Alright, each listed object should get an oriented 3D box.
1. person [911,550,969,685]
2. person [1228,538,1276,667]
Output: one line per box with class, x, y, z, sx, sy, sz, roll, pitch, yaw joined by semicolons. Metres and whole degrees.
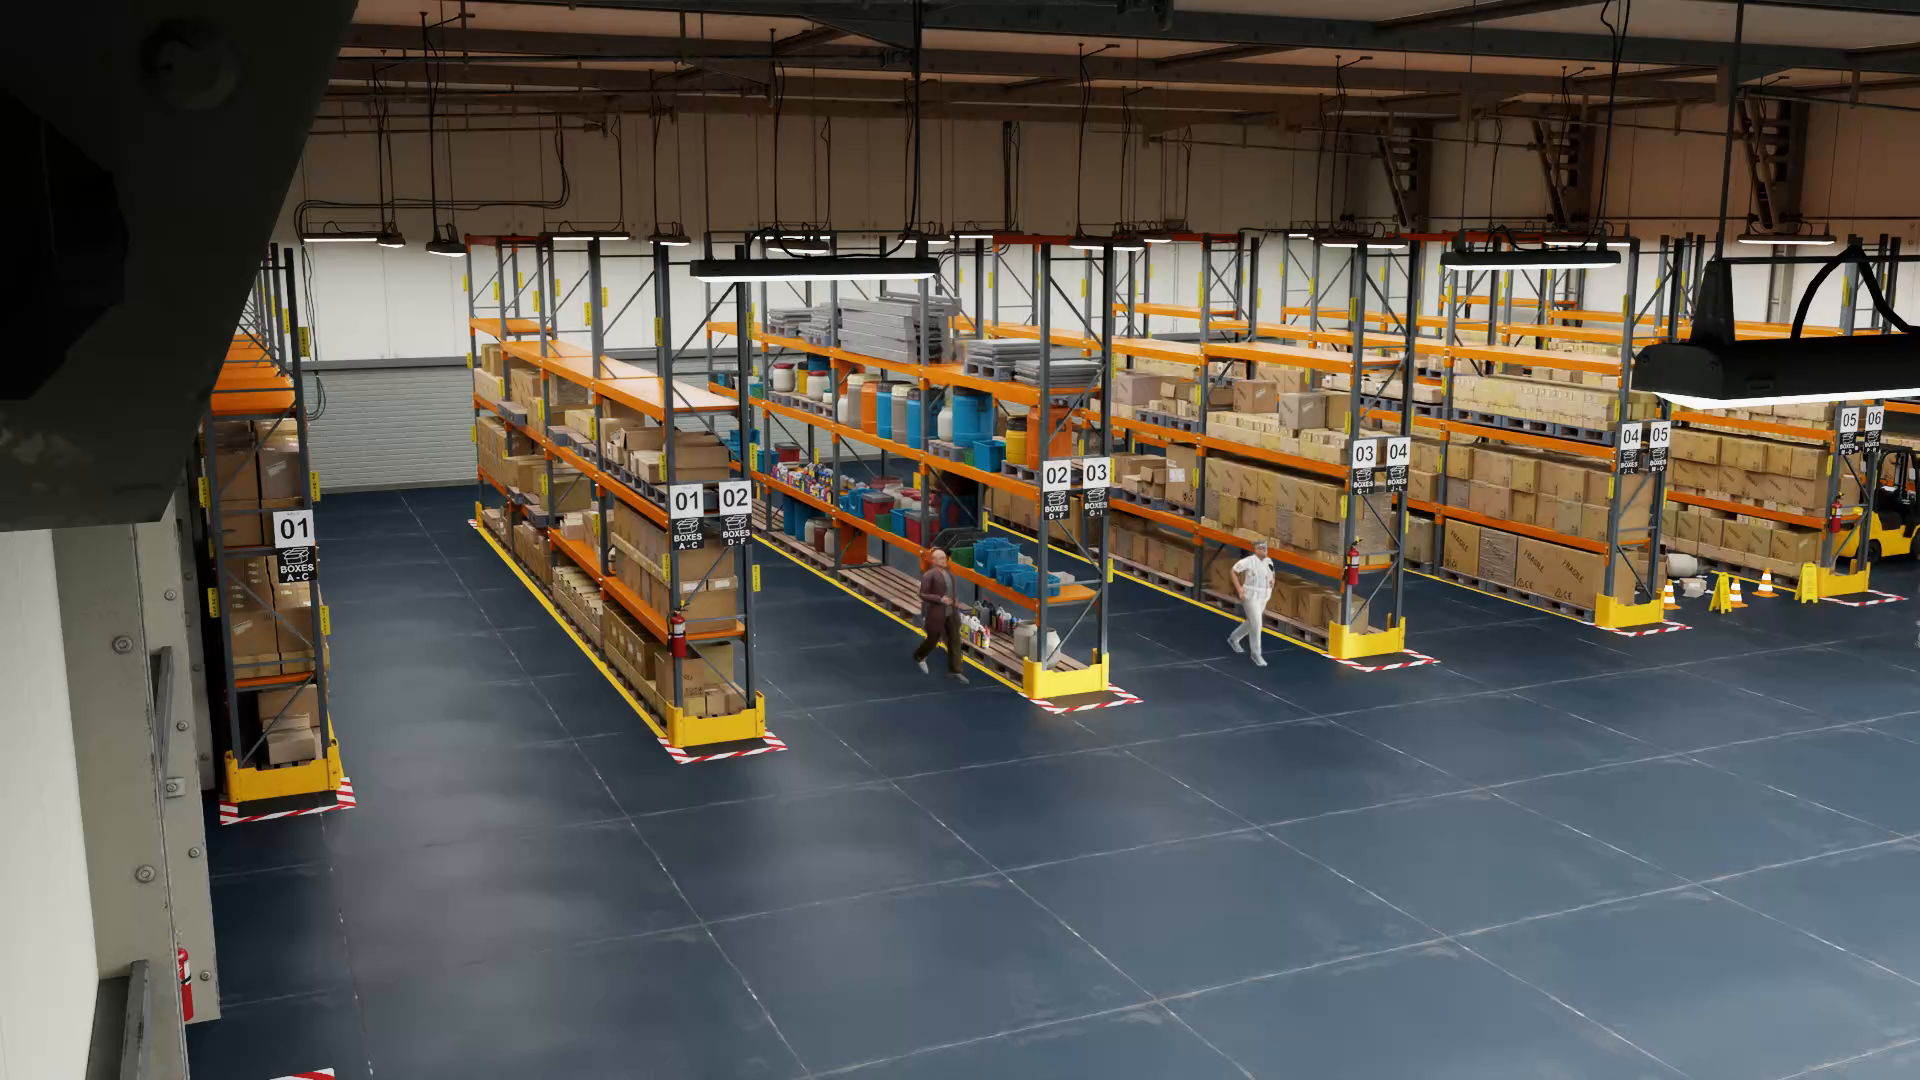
person;-0.270;1.012;22.533;0.710;1.788;1.036;-10;15;-43
person;4.276;0.865;24.110;0.673;1.821;0.890;-8;14;-36
